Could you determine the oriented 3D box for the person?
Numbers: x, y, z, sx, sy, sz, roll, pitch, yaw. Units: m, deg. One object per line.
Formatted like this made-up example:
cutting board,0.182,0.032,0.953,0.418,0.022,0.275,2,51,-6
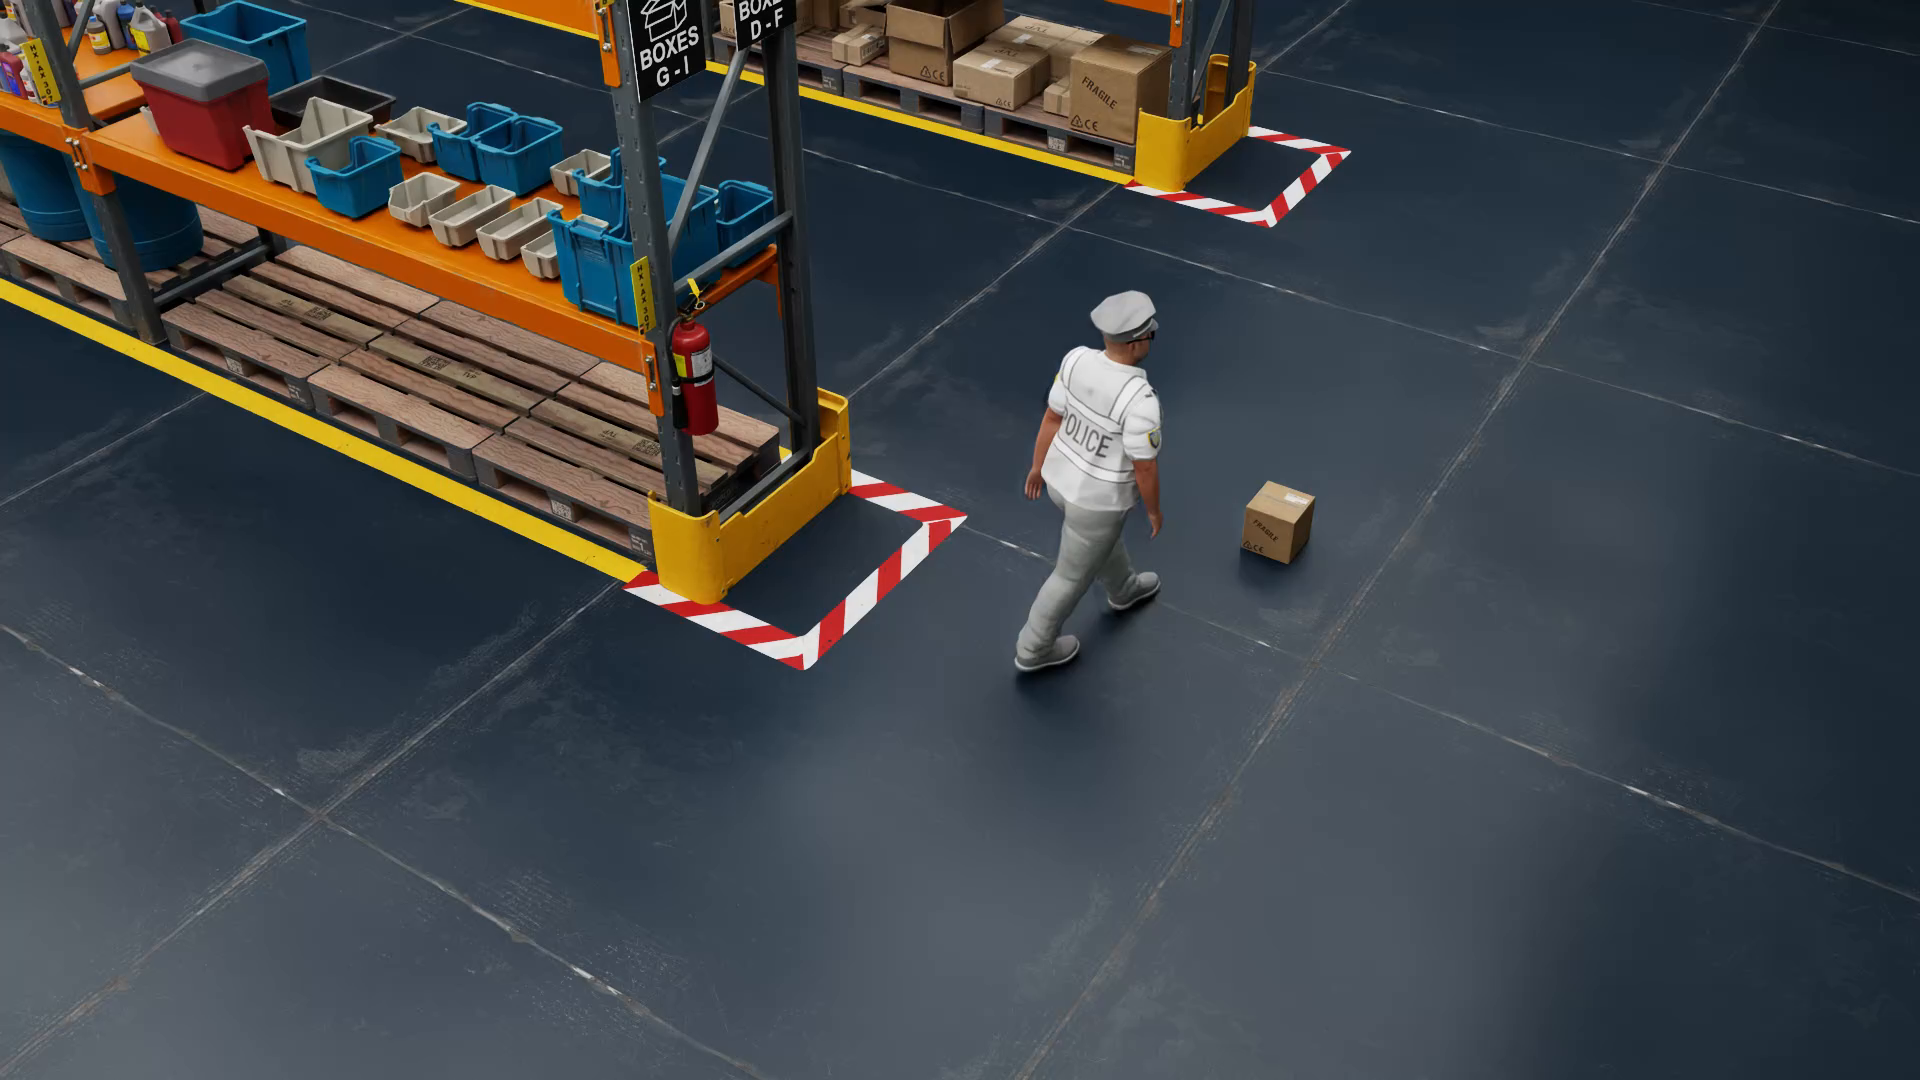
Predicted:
person,0.627,-0.246,6.968,0.912,1.723,0.569,-20,42,-23
